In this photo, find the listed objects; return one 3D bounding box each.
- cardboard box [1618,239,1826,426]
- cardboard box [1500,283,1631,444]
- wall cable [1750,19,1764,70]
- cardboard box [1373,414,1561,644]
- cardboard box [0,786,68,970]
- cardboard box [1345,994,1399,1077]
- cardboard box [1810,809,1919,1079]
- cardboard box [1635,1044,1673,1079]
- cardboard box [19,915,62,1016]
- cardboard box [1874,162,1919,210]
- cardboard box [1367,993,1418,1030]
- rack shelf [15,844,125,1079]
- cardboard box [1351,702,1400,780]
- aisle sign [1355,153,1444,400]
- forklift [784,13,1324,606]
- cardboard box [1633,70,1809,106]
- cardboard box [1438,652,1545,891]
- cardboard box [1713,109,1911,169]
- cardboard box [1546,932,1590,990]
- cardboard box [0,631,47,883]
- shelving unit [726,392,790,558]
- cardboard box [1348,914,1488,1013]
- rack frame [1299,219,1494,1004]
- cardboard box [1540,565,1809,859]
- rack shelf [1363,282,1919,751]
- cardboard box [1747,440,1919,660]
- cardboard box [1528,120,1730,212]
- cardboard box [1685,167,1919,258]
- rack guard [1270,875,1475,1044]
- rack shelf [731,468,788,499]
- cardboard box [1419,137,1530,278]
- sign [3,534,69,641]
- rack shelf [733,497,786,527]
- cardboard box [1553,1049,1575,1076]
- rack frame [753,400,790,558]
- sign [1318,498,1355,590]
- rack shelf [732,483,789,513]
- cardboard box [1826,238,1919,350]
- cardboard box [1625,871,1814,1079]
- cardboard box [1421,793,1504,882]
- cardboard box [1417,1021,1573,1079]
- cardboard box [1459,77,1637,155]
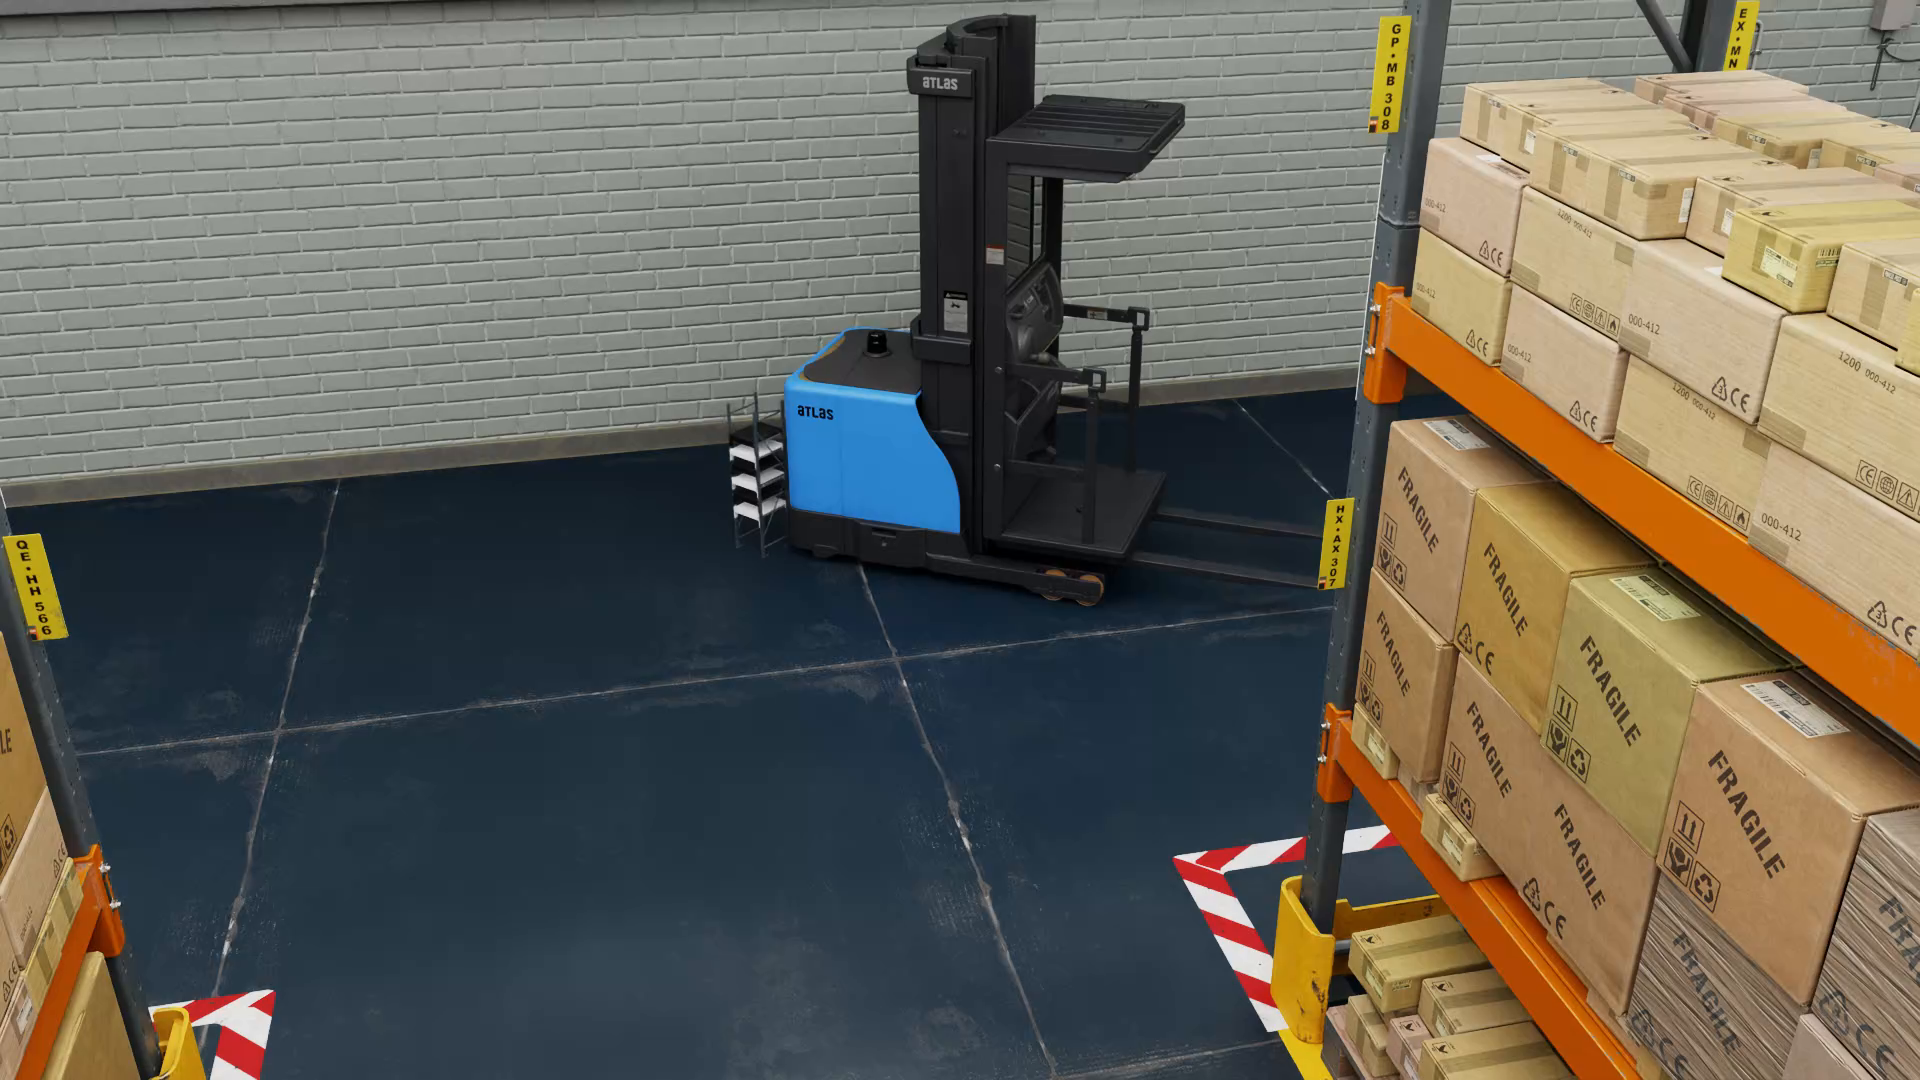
[{"bbox_3d":[1.826,-0.478,3.651,0.500,0.250,0.500,-6,27,-11],"label":"cardboard box"},{"bbox_3d":[1.726,-0.472,4.193,0.500,0.250,0.500,-5,27,-10],"label":"cardboard box"},{"bbox_3d":[5.266,-3.142,11.483,0.585,1.953,0.123,-6,27,-12],"label":"wall cable"},{"bbox_3d":[1.602,-0.054,4.977,0.500,0.500,0.500,-6,27,-12],"label":"cardboard box"},{"bbox_3d":[-2.728,0.925,4.424,0.500,0.250,0.500,-6,27,-12],"label":"cardboard box"},{"bbox_3d":[1.566,1.694,5.763,0.380,0.149,0.250,-5,27,-11],"label":"cardboard box"},{"bbox_3d":[2.068,0.847,3.193,0.500,0.500,0.500,-5,27,-10],"label":"cardboard box"},{"bbox_3d":[1.914,1.313,4.098,0.380,0.149,0.250,-5,27,-10],"label":"cardboard box"},{"bbox_3d":[-2.634,1.154,4.413,0.380,0.149,0.250,-6,27,-11],"label":"cardboard box"},{"bbox_3d":[2.303,-0.758,3.763,0.380,0.149,0.250,-7,28,-13],"label":"cardboard box"},{"bbox_3d":[1.627,1.554,5.709,0.380,0.149,0.250,-5,27,-9],"label":"cardboard box"},{"bbox_3d":[-2.645,2.004,3.248,1.077,0.370,4.000,-6,27,-12],"label":"rack shelf"},{"bbox_3d":[1.513,0.634,5.445,0.380,0.149,0.250,-6,27,-12],"label":"cardboard box"},{"bbox_3d":[1.451,-0.816,5.153,0.394,0.787,0.004,-6,27,-12],"label":"aisle sign"},{"bbox_3d":[0.590,-1.219,8.912,3.031,2.935,1.130,9,28,17],"label":"forklift"},{"bbox_3d":[2.121,-1.211,4.661,0.380,0.149,0.250,-6,27,-12],"label":"cardboard box"},{"bbox_3d":[1.737,0.626,4.740,0.500,0.500,0.500,-6,27,-11],"label":"cardboard box"},{"bbox_3d":[2.139,-0.980,4.204,0.380,0.149,0.250,-7,28,-13],"label":"cardboard box"},{"bbox_3d":[1.848,1.086,4.548,0.380,0.149,0.250,-6,27,-12],"label":"cardboard box"},{"bbox_3d":[-2.730,0.592,4.253,0.500,0.500,0.500,-6,27,-11],"label":"cardboard box"},{"bbox_3d":[-1.143,-0.368,9.479,0.210,0.900,0.258,19,32,33],"label":"shelving unit"},{"bbox_3d":[1.546,1.430,5.625,0.380,0.149,0.250,-7,28,-14],"label":"cardboard box"},{"bbox_3d":[1.759,0.346,5.736,1.000,3.000,0.127,-6,27,-12],"label":"rack frame"},{"bbox_3d":[1.817,0.398,4.082,0.500,0.500,0.500,-7,28,-13],"label":"cardboard box"},{"bbox_3d":[2.210,0.206,3.482,1.077,0.370,4.000,-6,27,-12],"label":"rack shelf"},{"bbox_3d":[1.960,-0.019,3.296,0.500,0.250,0.500,-6,27,-12],"label":"cardboard box"},{"bbox_3d":[1.641,-0.922,4.088,0.380,0.149,0.250,-6,27,-12],"label":"cardboard box"},{"bbox_3d":[1.856,-0.713,3.673,0.380,0.149,0.250,-5,27,-10],"label":"cardboard box"},{"bbox_3d":[1.777,1.495,6.233,1.175,0.500,0.348,-6,27,-12],"label":"rack guard"},{"bbox_3d":[-1.143,-0.338,9.494,0.200,0.077,0.258,19,32,33],"label":"rack shelf"},{"bbox_3d":[1.607,-0.926,4.538,0.500,0.250,0.500,-6,27,-11],"label":"cardboard box"},{"bbox_3d":[-2.564,0.134,4.609,0.100,0.325,0.005,-6,27,-12],"label":"sign"},{"bbox_3d":[-1.142,-0.177,9.575,0.200,0.077,0.258,19,32,33],"label":"rack shelf"},{"bbox_3d":[1.775,1.779,5.264,0.380,0.149,0.250,-6,27,-11],"label":"cardboard box"},{"bbox_3d":[-1.063,-0.340,9.423,0.006,0.900,0.240,19,32,33],"label":"rack frame"},{"bbox_3d":[1.231,0.015,5.431,0.100,0.325,0.005,-6,27,-12],"label":"sign"},{"bbox_3d":[-1.143,-0.258,9.534,0.200,0.077,0.258,19,32,33],"label":"rack shelf"},{"bbox_3d":[1.932,-0.477,3.207,0.380,0.149,0.250,-5,27,-10],"label":"cardboard box"},{"bbox_3d":[1.956,1.065,3.869,0.500,0.500,0.500,-7,28,-13],"label":"cardboard box"},{"bbox_3d":[1.619,0.865,4.987,0.380,0.149,0.250,-7,28,-13],"label":"cardboard box"},{"bbox_3d":[1.658,1.663,5.165,0.380,0.149,0.250,-6,27,-12],"label":"cardboard box"},{"bbox_3d":[1.611,-1.162,4.564,0.380,0.149,0.250,-6,27,-12],"label":"cardboard box"}]
